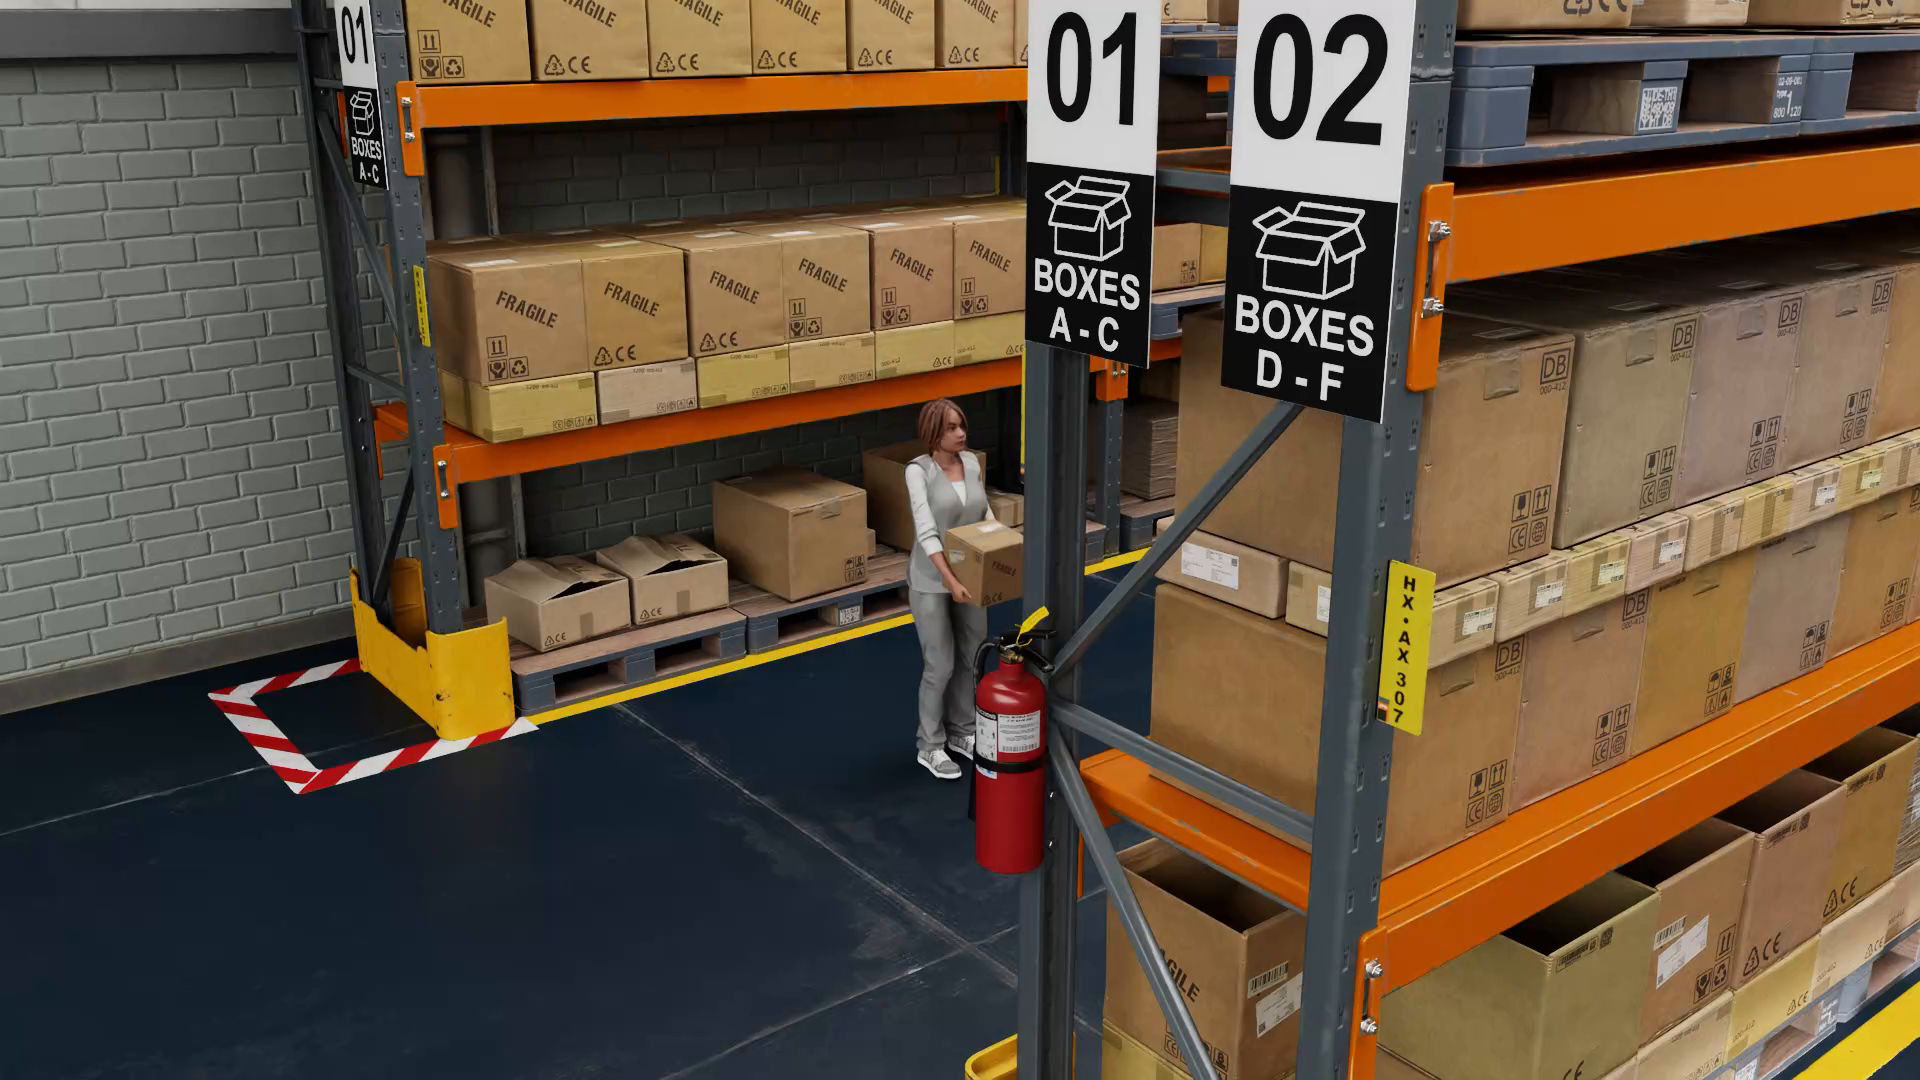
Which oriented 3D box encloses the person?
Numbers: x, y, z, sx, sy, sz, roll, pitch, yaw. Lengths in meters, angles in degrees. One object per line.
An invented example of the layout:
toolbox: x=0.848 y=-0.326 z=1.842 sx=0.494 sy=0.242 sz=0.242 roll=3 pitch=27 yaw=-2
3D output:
person: x=0.002 y=0.215 z=6.916 sx=0.405 sy=1.589 sz=0.500 roll=-13 pitch=22 yaw=-36
